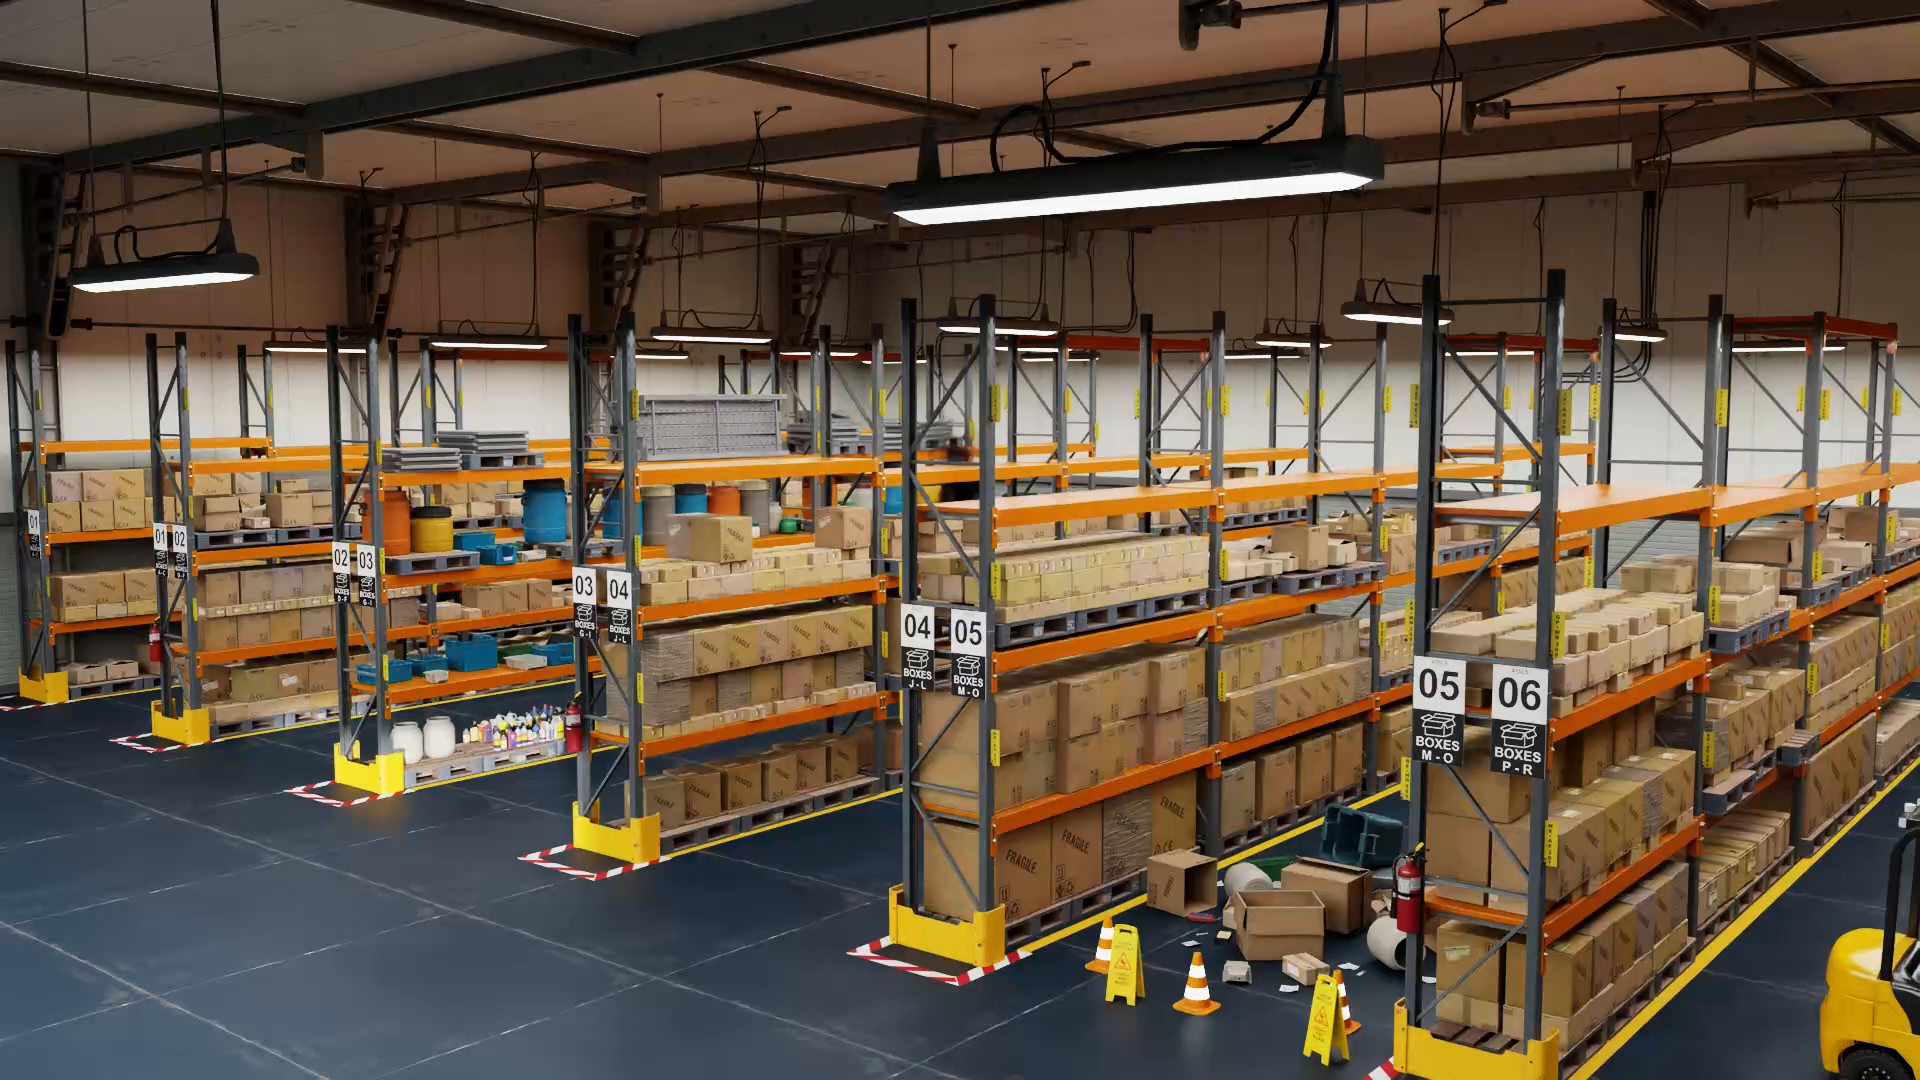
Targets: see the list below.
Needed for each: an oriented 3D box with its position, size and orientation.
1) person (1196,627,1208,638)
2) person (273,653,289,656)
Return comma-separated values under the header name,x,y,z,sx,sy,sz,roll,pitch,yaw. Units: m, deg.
name,x,y,z,sx,sy,sz,roll,pitch,yaw
person,3.792,1.992,25.333,0.650,1.809,0.896,4,6,35
person,-11.415,1.834,27.931,0.539,1.624,0.541,3,6,33
